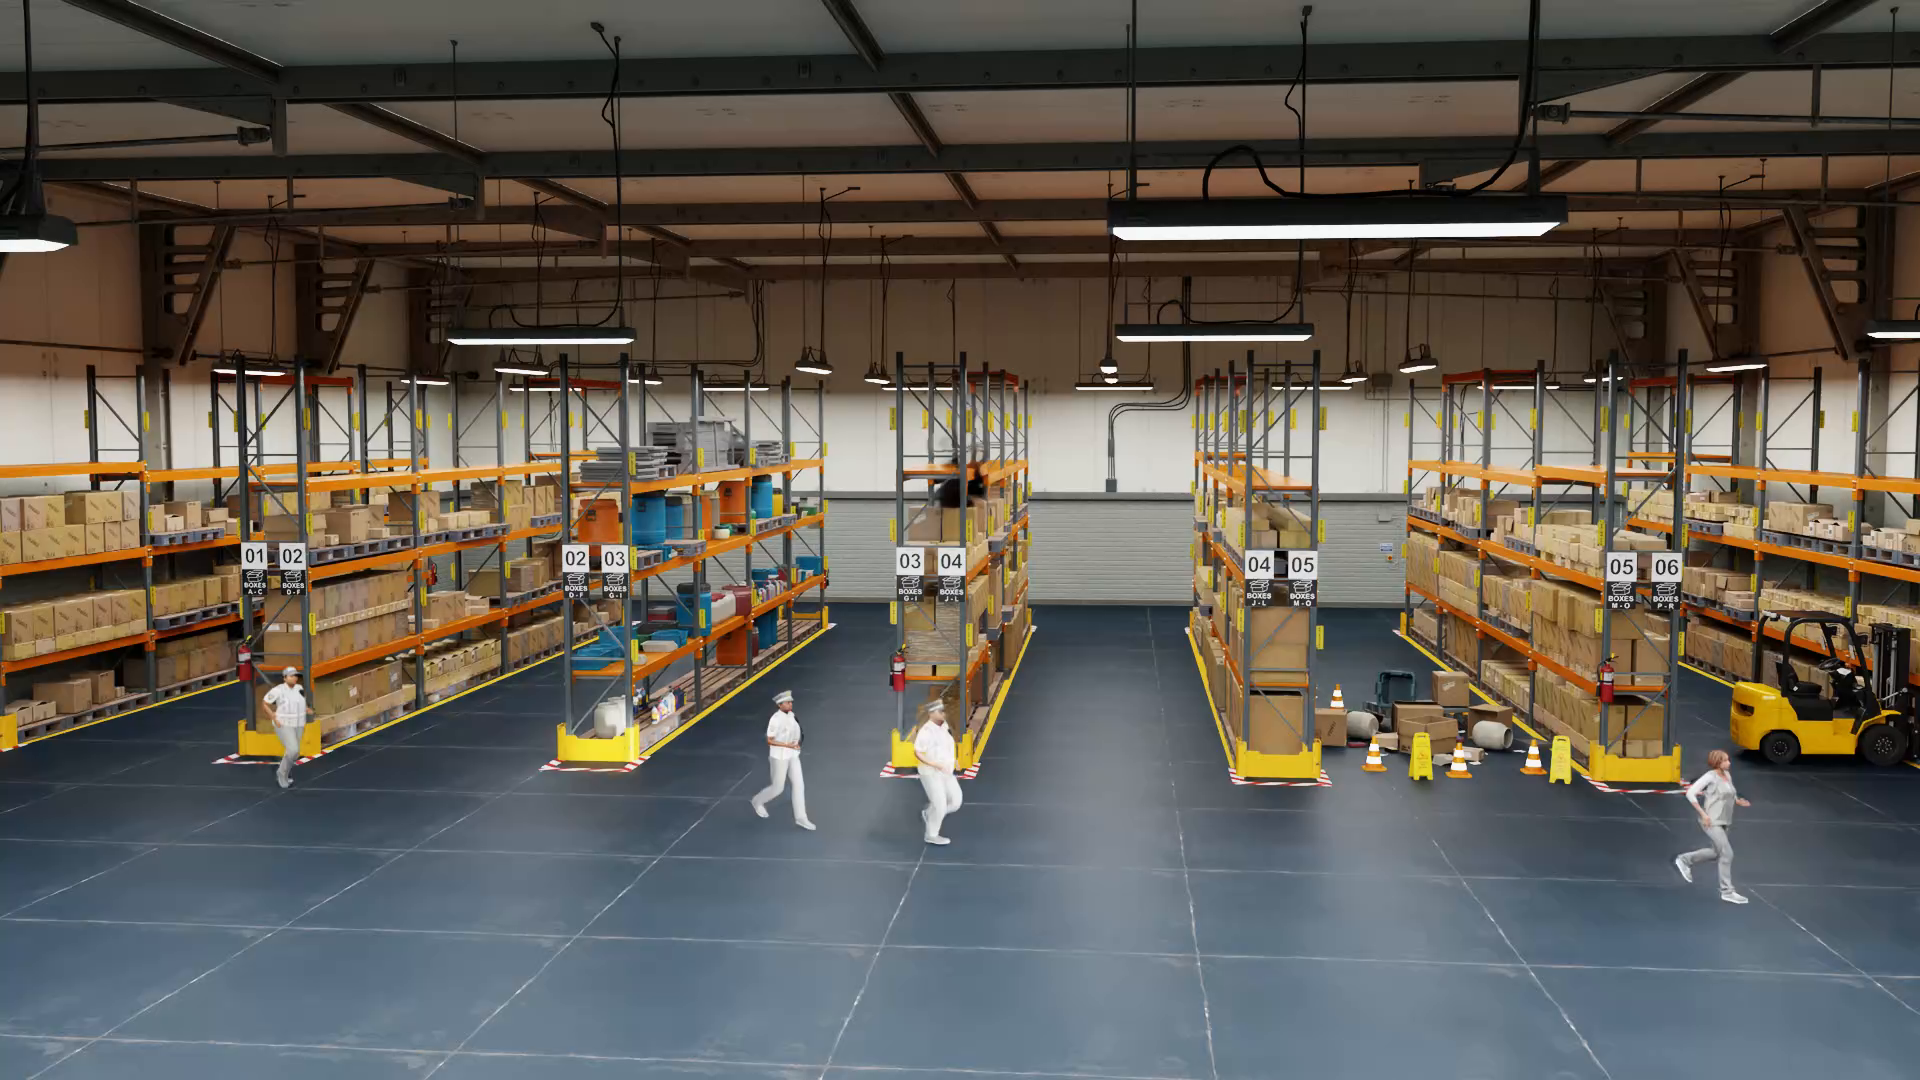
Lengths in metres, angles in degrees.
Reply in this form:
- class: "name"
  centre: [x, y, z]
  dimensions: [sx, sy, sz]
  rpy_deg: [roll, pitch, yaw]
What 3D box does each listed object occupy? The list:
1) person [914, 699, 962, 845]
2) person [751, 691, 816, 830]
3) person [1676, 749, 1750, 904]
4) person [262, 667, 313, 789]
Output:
- class: "person"
  centre: [-0.260, 2.736, 19.675]
  dimensions: [0.596, 1.730, 0.640]
  rpy_deg: [3, 5, 35]
- class: "person"
  centre: [-2.186, 2.690, 20.511]
  dimensions: [0.934, 1.698, 0.587]
  rpy_deg: [3, 5, 34]
- class: "person"
  centre: [7.880, 3.010, 17.438]
  dimensions: [0.538, 1.480, 0.804]
  rpy_deg: [-3, 5, -38]
- class: "person"
  centre: [-9.154, 2.573, 22.772]
  dimensions: [0.642, 1.656, 0.578]
  rpy_deg: [2, 5, 29]
